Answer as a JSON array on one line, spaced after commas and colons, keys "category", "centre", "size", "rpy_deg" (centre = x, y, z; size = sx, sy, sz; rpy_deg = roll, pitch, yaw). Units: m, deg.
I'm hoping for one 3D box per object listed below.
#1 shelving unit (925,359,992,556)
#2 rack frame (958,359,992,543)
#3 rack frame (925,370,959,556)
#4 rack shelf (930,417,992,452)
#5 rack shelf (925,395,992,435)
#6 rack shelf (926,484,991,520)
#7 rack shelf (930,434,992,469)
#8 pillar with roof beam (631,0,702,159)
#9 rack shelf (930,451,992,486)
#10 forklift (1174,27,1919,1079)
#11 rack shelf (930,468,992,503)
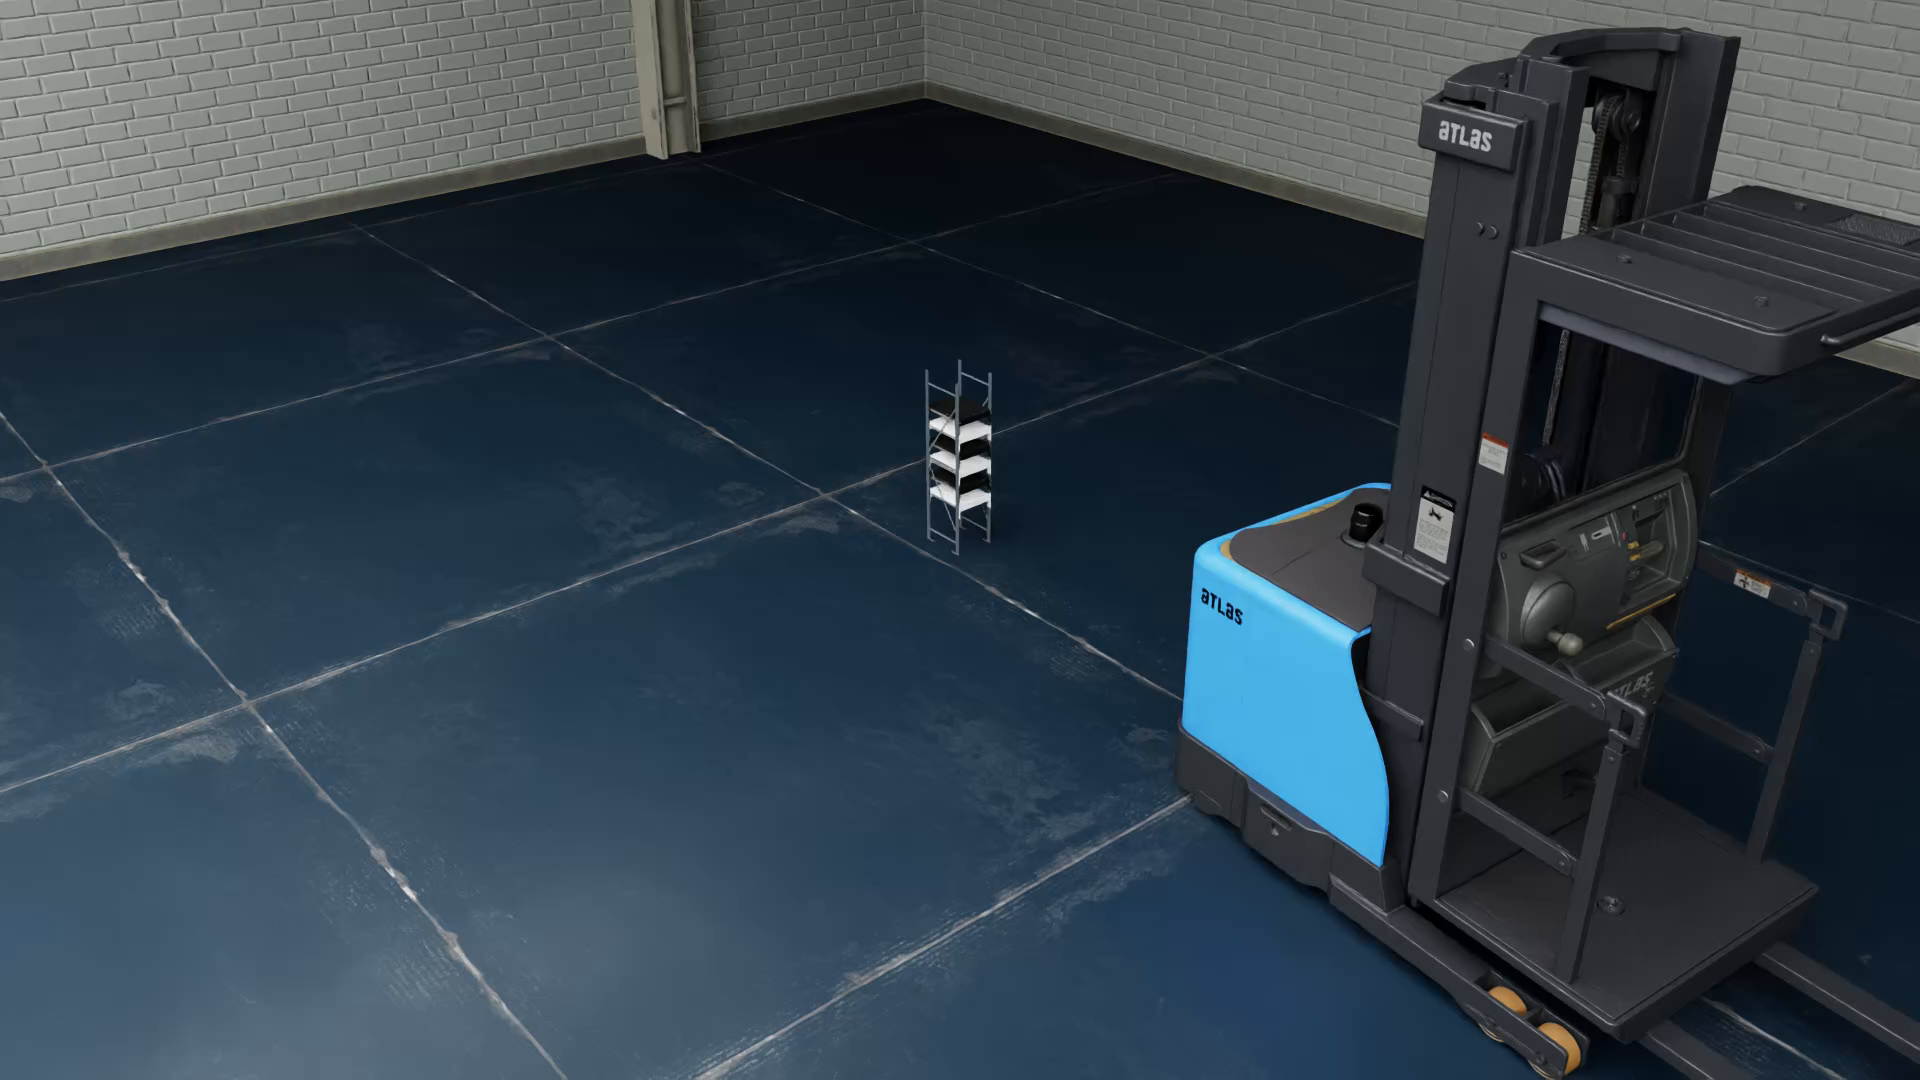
[{"category": "shelving unit", "centre": [-0.006, -0.394, 8.033], "size": [0.210, 0.900, 0.258], "rpy_deg": [-22, 35, -35]}, {"category": "rack frame", "centre": [0.071, -0.426, 8.091], "size": [0.006, 0.900, 0.240], "rpy_deg": [-22, 35, -35]}, {"category": "rack frame", "centre": [-0.084, -0.363, 7.975], "size": [0.006, 0.900, 0.240], "rpy_deg": [-22, 35, -35]}, {"category": "rack shelf", "centre": [-0.006, -0.524, 7.964], "size": [0.200, 0.077, 0.258], "rpy_deg": [-22, 35, -35]}, {"category": "rack shelf", "centre": [-0.006, -0.603, 7.922], "size": [0.200, 0.077, 0.258], "rpy_deg": [-22, 35, -35]}, {"category": "rack shelf", "centre": [-0.006, -0.206, 8.134], "size": [0.200, 0.077, 0.258], "rpy_deg": [-22, 35, -35]}, {"category": "rack shelf", "centre": [-0.006, -0.444, 8.007], "size": [0.200, 0.077, 0.258], "rpy_deg": [-22, 35, -35]}, {"category": "pillar with roof beam", "centre": [0.270, -5.841, 9.633], "size": [0.400, 9.000, 9.100], "rpy_deg": [-22, 35, -35]}, {"category": "rack shelf", "centre": [-0.006, -0.365, 8.049], "size": [0.200, 0.077, 0.258], "rpy_deg": [-22, 35, -35]}, {"category": "forklift", "centre": [2.077, 0.111, 4.933], "size": [1.130, 2.935, 3.031], "rpy_deg": [-18, 33, -30]}, {"category": "rack shelf", "centre": [-0.006, -0.286, 8.091], "size": [0.200, 0.077, 0.258], "rpy_deg": [-22, 35, -35]}]
